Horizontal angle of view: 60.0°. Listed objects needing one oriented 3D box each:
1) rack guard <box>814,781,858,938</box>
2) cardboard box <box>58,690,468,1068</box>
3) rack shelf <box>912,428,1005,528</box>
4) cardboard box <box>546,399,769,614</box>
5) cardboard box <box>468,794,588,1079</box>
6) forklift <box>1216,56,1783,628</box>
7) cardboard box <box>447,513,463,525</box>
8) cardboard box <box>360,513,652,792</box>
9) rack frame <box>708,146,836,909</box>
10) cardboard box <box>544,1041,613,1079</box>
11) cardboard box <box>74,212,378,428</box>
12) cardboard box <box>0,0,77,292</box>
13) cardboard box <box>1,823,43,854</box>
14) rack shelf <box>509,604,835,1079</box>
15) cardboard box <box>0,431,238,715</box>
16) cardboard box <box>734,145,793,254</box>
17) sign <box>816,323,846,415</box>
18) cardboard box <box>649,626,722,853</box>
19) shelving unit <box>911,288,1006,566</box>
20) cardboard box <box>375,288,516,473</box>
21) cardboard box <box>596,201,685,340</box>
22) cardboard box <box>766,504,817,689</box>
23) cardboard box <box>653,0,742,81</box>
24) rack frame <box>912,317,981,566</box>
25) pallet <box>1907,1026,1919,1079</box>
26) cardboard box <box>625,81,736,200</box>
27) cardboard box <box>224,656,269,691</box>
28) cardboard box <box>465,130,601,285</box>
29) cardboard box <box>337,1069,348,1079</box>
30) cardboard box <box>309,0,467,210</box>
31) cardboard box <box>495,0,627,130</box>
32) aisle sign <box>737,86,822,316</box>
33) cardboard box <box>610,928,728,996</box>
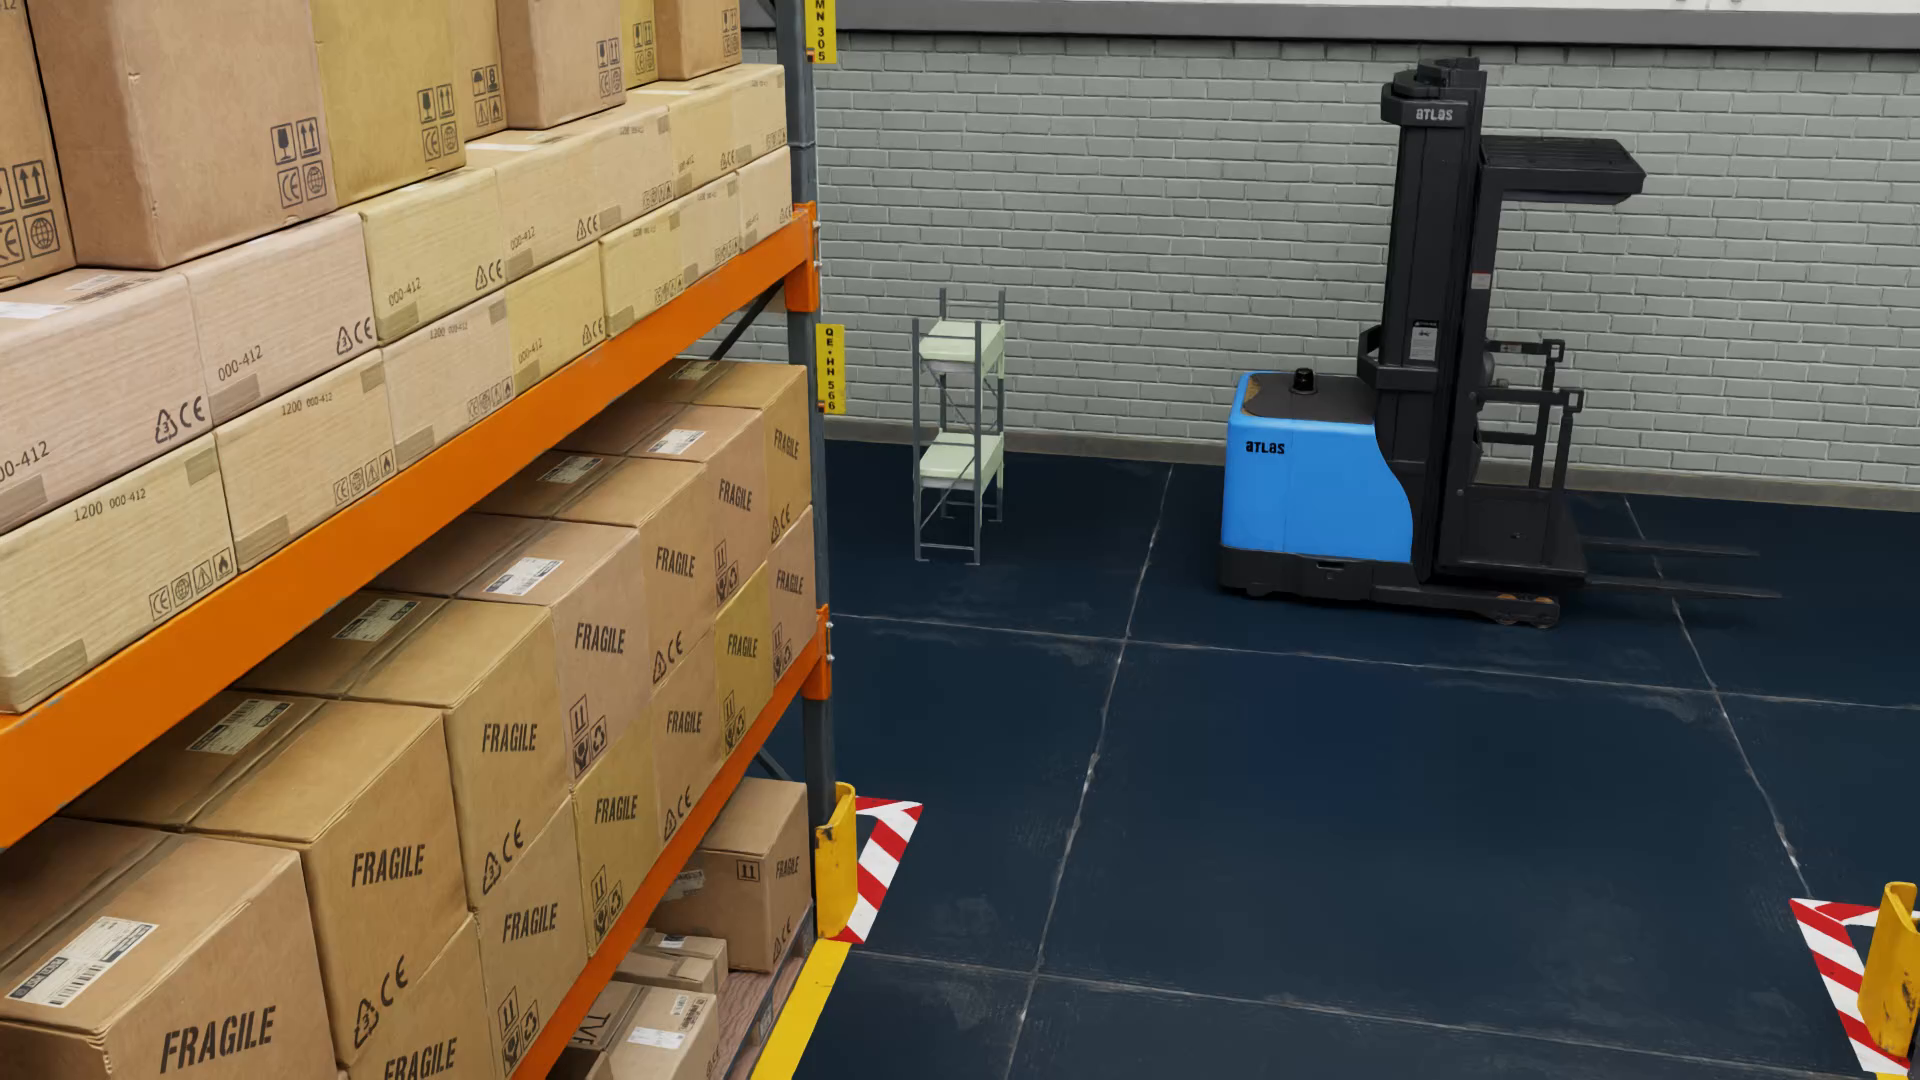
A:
[{"bbox_3d":[-1.009,1.220,6.655,1.175,0.500,0.348,4,22,11],"label":"rack guard"},{"bbox_3d":[-1.334,0.646,3.262,0.500,0.500,0.500,4,22,9],"label":"cardboard box"},{"bbox_3d":[-0.001,-0.391,10.189,0.431,0.370,0.720,4,22,11],"label":"rack shelf"},{"bbox_3d":[-0.918,-0.109,5.136,0.500,0.500,0.500,5,22,12],"label":"cardboard box"},{"bbox_3d":[-1.234,0.913,3.936,0.500,0.500,0.500,4,22,11],"label":"cardboard box"},{"bbox_3d":[3.049,-1.093,9.143,3.031,2.935,1.130,5,22,12],"label":"forklift"},{"bbox_3d":[-1.549,0.039,4.769,0.500,0.500,0.500,5,22,12],"label":"cardboard box"},{"bbox_3d":[-1.124,0.269,4.198,0.500,0.500,0.500,5,23,13],"label":"cardboard box"},{"bbox_3d":[-0.994,0.033,6.257,1.000,3.000,0.127,4,22,11],"label":"rack frame"},{"bbox_3d":[-1.432,1.762,4.716,0.797,0.503,0.637,4,22,11],"label":"cardboard box"},{"bbox_3d":[-1.367,-0.400,2.848,0.500,0.250,0.500,4,22,11],"label":"cardboard box"},{"bbox_3d":[-1.748,-0.587,2.307,0.700,0.500,0.500,4,22,11],"label":"cardboard box"},{"bbox_3d":[-1.960,0.781,2.927,0.500,0.500,0.500,5,22,11],"label":"cardboard box"},{"bbox_3d":[-1.402,1.098,4.575,1.077,0.370,4.000,4,22,11],"label":"rack shelf"},{"bbox_3d":[-1.468,0.015,2.487,0.500,0.250,0.500,4,22,11],"label":"cardboard box"},{"bbox_3d":[-0.840,-1.081,5.208,0.500,0.250,0.500,4,22,11],"label":"cardboard box"},{"bbox_3d":[-0.455,-0.601,5.858,0.100,0.325,0.005,4,22,11],"label":"sign"},{"bbox_3d":[-1.028,0.543,4.856,0.500,0.500,0.500,5,22,11],"label":"cardboard box"},{"bbox_3d":[-0.001,-0.693,10.067,0.431,1.500,0.755,4,22,11],"label":"shelving unit"},{"bbox_3d":[-1.259,-0.350,3.394,0.500,0.250,0.500,4,22,11],"label":"cardboard box"},{"bbox_3d":[-1.042,-0.715,4.299,0.500,0.250,0.500,4,22,11],"label":"cardboard box"},{"bbox_3d":[-0.819,0.171,5.780,0.500,0.500,0.500,5,23,13],"label":"cardboard box"},{"bbox_3d":[-1.083,-1.680,5.021,0.700,0.500,0.500,4,22,11],"label":"cardboard box"},{"bbox_3d":[-0.076,-0.559,9.735,0.400,1.500,0.023,4,22,11],"label":"rack frame"},{"bbox_3d":[3.648,2.004,5.095,1.003,0.211,1.213,4,22,11],"label":"pallet"},{"bbox_3d":[-0.951,-1.131,4.662,0.500,0.250,0.500,4,22,11],"label":"cardboard box"},{"bbox_3d":[-1.755,0.409,3.850,0.500,0.500,0.500,5,22,11],"label":"cardboard box"},{"bbox_3d":[-1.152,-0.765,3.753,0.500,0.250,0.500,4,22,11],"label":"cardboard box"},{"bbox_3d":[-1.439,1.284,3.017,0.500,0.500,0.500,5,22,12],"label":"cardboard box"},{"bbox_3d":[-1.411,-0.942,3.190,0.700,0.500,0.500,4,22,11],"label":"cardboard box"},{"bbox_3d":[-1.265,-1.312,4.109,0.700,0.500,0.500,4,22,11],"label":"cardboard box"},{"bbox_3d":[-0.680,-1.175,5.775,0.394,0.787,0.004,4,22,11],"label":"aisle sign"},{"bbox_3d":[-1.034,1.502,5.813,0.380,0.166,0.250,4,22,11],"label":"cardboard box"}]
